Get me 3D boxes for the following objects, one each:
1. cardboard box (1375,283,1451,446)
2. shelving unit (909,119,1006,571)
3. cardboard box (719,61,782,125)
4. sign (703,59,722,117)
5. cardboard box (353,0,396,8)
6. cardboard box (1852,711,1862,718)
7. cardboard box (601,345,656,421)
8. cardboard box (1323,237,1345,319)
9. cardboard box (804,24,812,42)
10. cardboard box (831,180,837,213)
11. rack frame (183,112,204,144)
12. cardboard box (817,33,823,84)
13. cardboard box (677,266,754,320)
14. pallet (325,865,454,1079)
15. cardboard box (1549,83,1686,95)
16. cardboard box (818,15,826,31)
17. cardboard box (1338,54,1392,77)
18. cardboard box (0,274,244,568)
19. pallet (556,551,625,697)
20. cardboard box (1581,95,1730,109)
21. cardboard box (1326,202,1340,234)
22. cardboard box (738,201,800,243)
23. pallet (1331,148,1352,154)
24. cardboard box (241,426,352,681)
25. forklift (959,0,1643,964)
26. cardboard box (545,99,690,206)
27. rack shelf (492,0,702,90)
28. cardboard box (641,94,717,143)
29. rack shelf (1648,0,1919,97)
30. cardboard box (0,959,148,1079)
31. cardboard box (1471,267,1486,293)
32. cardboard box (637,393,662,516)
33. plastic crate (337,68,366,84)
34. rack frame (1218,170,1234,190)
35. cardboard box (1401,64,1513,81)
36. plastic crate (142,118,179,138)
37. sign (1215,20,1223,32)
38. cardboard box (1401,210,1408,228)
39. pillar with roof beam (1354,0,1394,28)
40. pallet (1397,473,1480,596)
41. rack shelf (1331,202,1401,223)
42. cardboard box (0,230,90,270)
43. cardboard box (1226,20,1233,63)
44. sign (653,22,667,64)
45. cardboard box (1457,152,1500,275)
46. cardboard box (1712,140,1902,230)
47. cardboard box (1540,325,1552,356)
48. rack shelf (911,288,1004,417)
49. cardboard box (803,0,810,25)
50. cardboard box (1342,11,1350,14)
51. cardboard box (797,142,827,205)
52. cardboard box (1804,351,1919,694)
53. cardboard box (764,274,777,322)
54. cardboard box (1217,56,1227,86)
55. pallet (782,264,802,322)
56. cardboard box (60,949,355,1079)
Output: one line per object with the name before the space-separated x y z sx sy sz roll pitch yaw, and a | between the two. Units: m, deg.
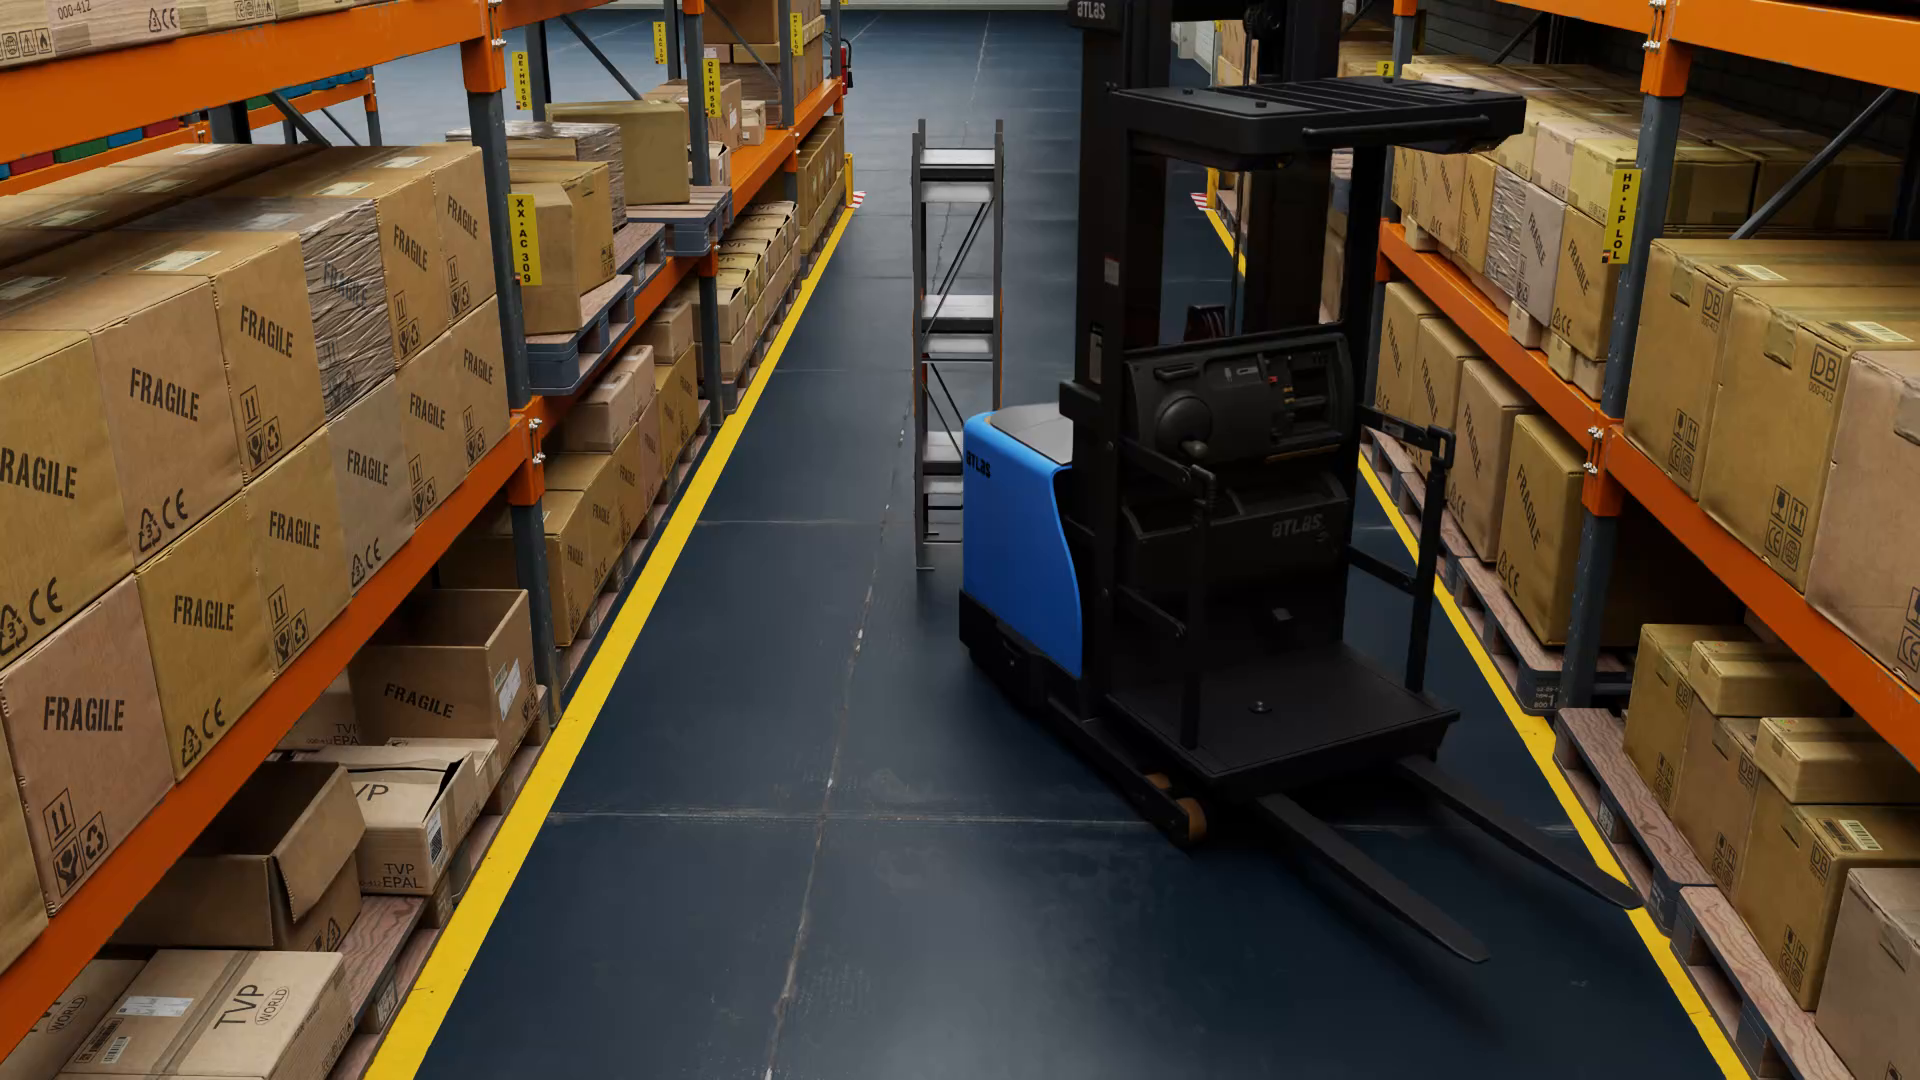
cardboard box | 2.816 -0.995 9.337 0.750 0.750 0.750 0 21 1
shelving unit | -0.005 -0.919 7.995 0.431 2.100 0.503 1 21 2
cardboard box | -1.853 -3.772 13.966 0.700 0.500 0.500 0 21 0
sign | -1.439 -2.619 9.641 0.100 0.325 0.005 1 21 2
cardboard box | -1.878 -1.642 4.674 0.500 0.250 0.500 1 21 2
cardboard box | 2.904 0.553 4.936 0.380 0.149 0.250 0 21 0
cardboard box | -1.800 -0.777 8.196 0.500 0.250 0.500 0 21 1
cardboard box | 3.064 -1.914 12.162 0.700 0.500 0.500 1 21 2
cardboard box | -1.598 -4.752 15.594 0.380 0.149 0.250 1 21 3
cardboard box | -1.476 -3.366 16.279 0.500 0.250 0.500 1 21 2
rack frame | -6.811 -3.621 13.714 1.000 3.000 0.127 1 21 2
cardboard box | -1.765 -4.889 16.845 0.700 0.500 0.500 1 21 2
cardboard box | -1.665 -1.670 11.132 0.500 0.311 0.500 0 21 0
pallet | -2.160 1.318 4.840 1.003 0.211 1.213 1 21 2
cardboard box | 3.177 -2.070 8.104 0.500 0.250 0.500 0 21 0
cardboard box | -1.560 -5.220 16.801 0.380 0.149 0.250 0 21 1
cardboard box | 3.029 -3.140 11.727 0.700 0.500 0.500 4 21 9
cardboard box | -1.920 -0.266 3.549 0.500 0.500 0.500 1 21 2
pallet | -2.116 0.333 7.379 1.003 0.211 1.213 1 21 2
cardboard box | 3.162 -1.886 7.630 0.500 0.250 0.500 0 21 0
cardboard box | 3.076 -2.476 12.573 0.500 0.250 0.500 0 21 0
cardboard box | -1.586 -2.591 13.505 0.500 0.311 0.500 1 21 2
pallet | 2.989 -2.692 11.586 1.003 0.211 1.213 1 21 2
cardboard box | -1.903 0.021 4.190 0.500 0.500 0.500 1 21 2
forklift | 1.106 -0.486 5.731 1.130 2.935 3.031 -10 23 -25
cardboard box | -1.888 -2.132 9.159 0.700 0.500 0.500 -7 22 -16
rack shelf | -2.043 -2.459 7.567 1.077 0.370 4.000 1 21 2
cardboard box | -1.947 -2.772 11.389 0.500 0.500 0.500 0 21 -1
rack shelf | 2.787 -0.959 3.702 1.077 0.370 4.000 1 21 2
cardboard box | -2.396 1.308 4.204 0.500 0.250 0.500 1 21 2
cardboard box | 2.692 -1.287 8.018 0.380 0.149 0.250 1 21 2
cardboard box | -1.801 -0.441 8.366 0.500 0.500 0.500 0 21 0
plastic crate | -6.406 -4.814 16.994 0.499 0.251 0.616 1 21 2
rack frame | 3.213 -4.958 17.161 1.000 3.000 0.127 1 21 2
cardboard box | 2.697 -2.438 9.052 0.500 0.250 0.500 1 21 3
plastic crate | -6.520 -3.472 13.243 0.402 0.464 0.583 1 21 2
sign | 2.671 -5.368 17.019 0.100 0.325 0.005 1 21 2
cardboard box | 2.728 -1.841 9.447 0.380 0.149 0.250 0 21 1
pillar with roof beam | -0.247 -7.540 15.521 9.100 9.000 0.400 1 21 2
pallet | 2.831 -0.041 8.344 1.003 0.211 1.213 1 21 2
rack shelf | 3.031 -2.453 11.700 1.077 0.370 4.000 1 21 2
cardboard box | -2.445 -0.459 4.044 0.500 0.500 0.500 1 21 3
cardboard box | 2.873 -4.899 16.152 0.500 0.500 0.500 1 21 2
sign | -2.415 -4.011 13.414 0.100 0.325 0.005 1 21 2
cardboard box | 2.650 -1.530 7.749 0.500 0.500 0.500 1 21 3
cardboard box | 3.122 -1.327 6.189 0.500 0.250 0.500 1 21 3
cardboard box | 2.612 -0.822 6.819 0.380 0.149 0.250 1 21 3
rack shelf | -0.005 -0.906 8.000 0.431 0.518 0.480 1 21 2
cardboard box | -1.792 -5.102 15.601 0.700 0.500 0.500 1 21 2
cardboard box | 3.375 -4.706 15.653 0.500 0.500 0.500 0 21 0
cardboard box | -1.503 -3.354 15.211 0.500 0.500 0.500 1 21 2
cardboard box | 2.775 -0.036 4.061 0.980 0.700 0.700 0 21 -1
cardboard box | -1.632 -1.774 12.175 0.500 0.250 0.500 1 21 3
cardboard box | 2.881 -4.725 16.738 0.500 0.250 0.500 0 21 0
pallet | -1.844 -1.998 13.387 1.003 0.211 1.213 1 21 2
cardboard box | -1.895 1.296 4.236 0.500 0.250 0.500 1 21 2
